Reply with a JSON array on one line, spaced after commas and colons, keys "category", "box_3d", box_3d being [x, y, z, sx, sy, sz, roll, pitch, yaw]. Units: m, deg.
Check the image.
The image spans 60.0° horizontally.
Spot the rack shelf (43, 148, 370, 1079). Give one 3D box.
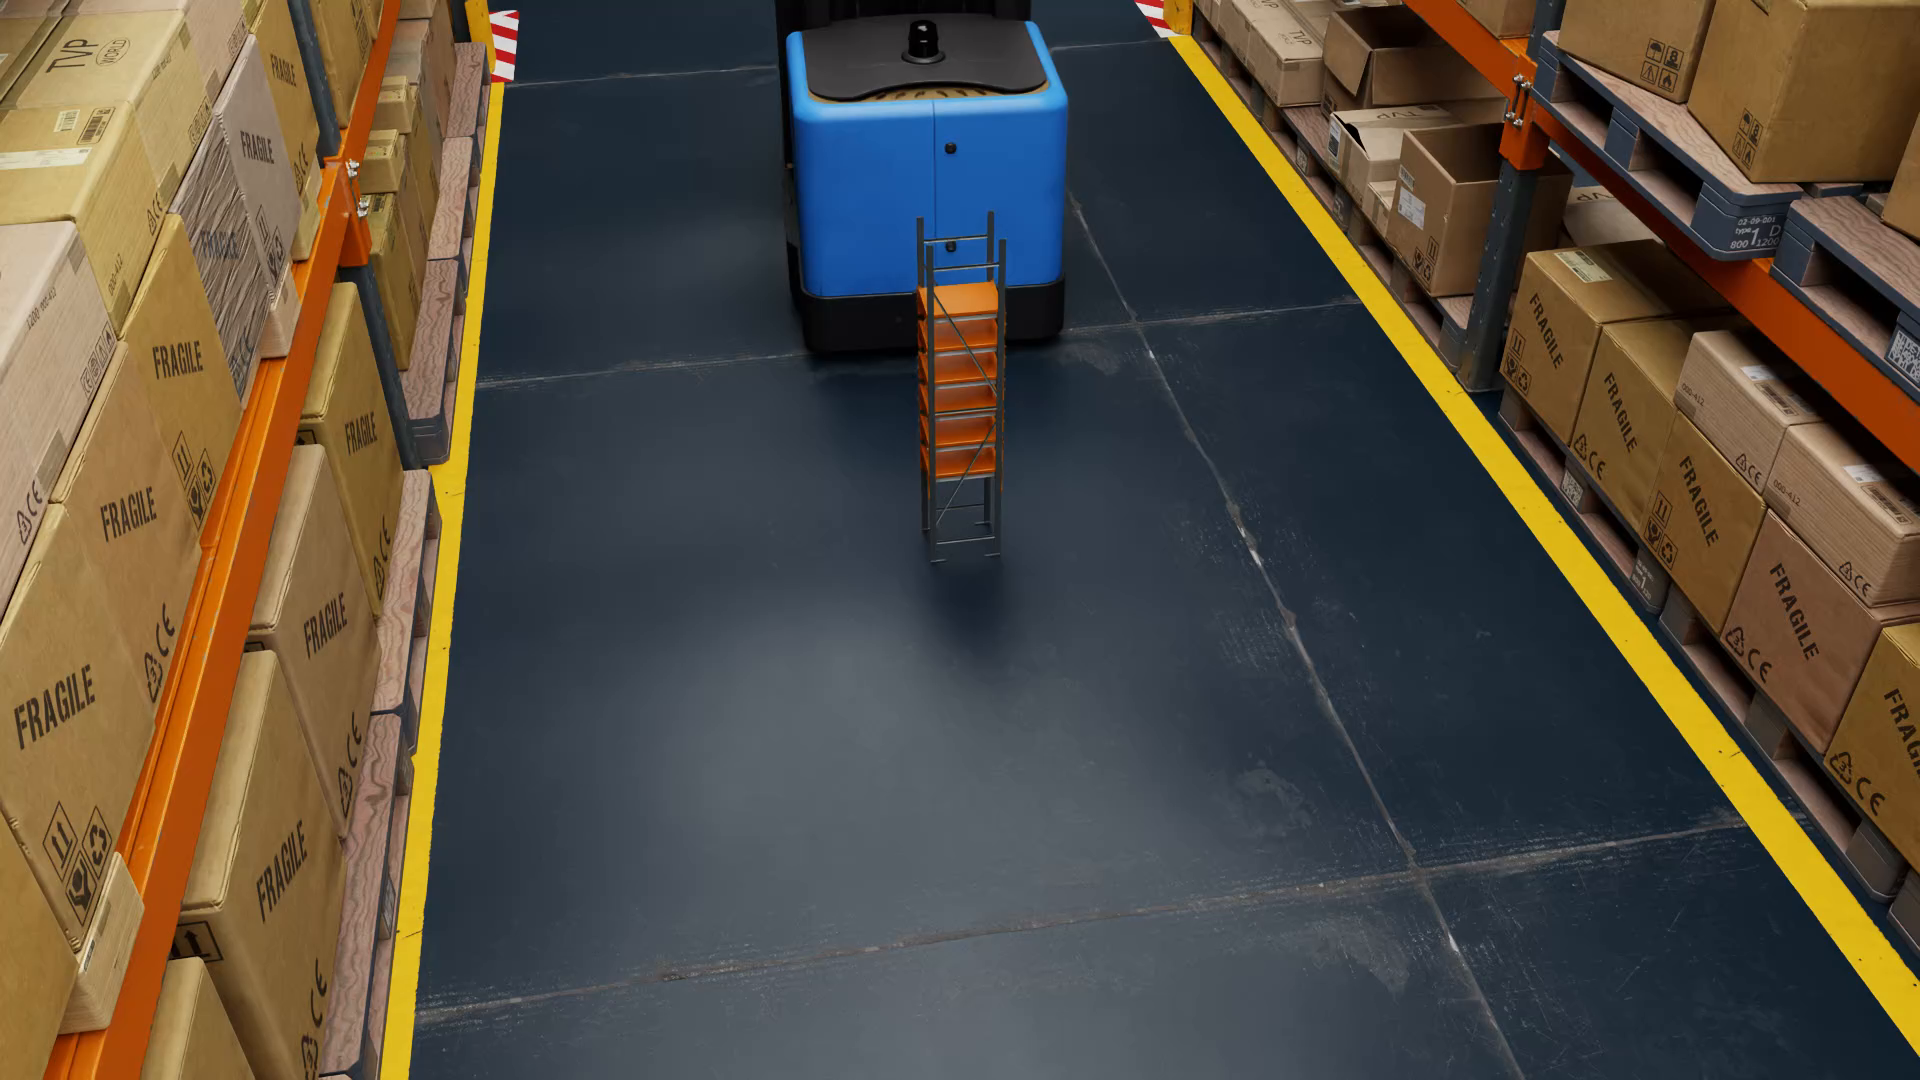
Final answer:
[{"category": "rack shelf", "box_3d": [-2.066, 0.188, 3.650, 1.077, 0.370, 4.000, -6, 38, -8]}]

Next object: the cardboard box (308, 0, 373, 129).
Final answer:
[{"category": "cardboard box", "box_3d": [-2.496, -1.752, 5.316, 0.980, 0.700, 0.700, -6, 38, -7]}]

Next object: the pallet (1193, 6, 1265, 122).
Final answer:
[{"category": "pallet", "box_3d": [1.912, -2.627, 8.960, 1.003, 0.211, 1.213, -6, 38, -8]}]

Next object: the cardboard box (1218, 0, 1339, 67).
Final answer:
[{"category": "cardboard box", "box_3d": [1.662, -2.683, 8.641, 0.500, 0.250, 0.500, -6, 38, -8]}]

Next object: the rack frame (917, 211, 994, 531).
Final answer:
[{"category": "rack frame", "box_3d": [-0.013, -0.520, 5.442, 0.240, 1.200, 0.006, -6, 38, -8]}]

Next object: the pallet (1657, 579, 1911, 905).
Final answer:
[{"category": "pallet", "box_3d": [2.856, 0.487, 4.951, 1.003, 0.211, 1.213, -6, 38, -8]}]

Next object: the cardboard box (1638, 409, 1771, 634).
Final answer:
[{"category": "cardboard box", "box_3d": [2.489, -0.084, 5.092, 0.500, 0.500, 0.500, -6, 38, -7]}]

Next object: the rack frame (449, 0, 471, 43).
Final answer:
[{"category": "rack frame", "box_3d": [-3.118, -3.721, 8.094, 1.000, 3.000, 0.127, -6, 38, -8]}]

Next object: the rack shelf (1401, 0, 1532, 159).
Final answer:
[{"category": "rack shelf", "box_3d": [2.109, -2.764, 7.449, 1.077, 0.370, 4.000, -6, 38, -8]}]

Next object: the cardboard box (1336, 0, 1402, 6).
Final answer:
[{"category": "cardboard box", "box_3d": [2.096, -3.140, 9.026, 0.500, 0.500, 0.500, -6, 38, -8]}]

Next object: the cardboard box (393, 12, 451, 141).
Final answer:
[{"category": "cardboard box", "box_3d": [-2.809, -2.185, 7.813, 0.700, 0.500, 0.500, -6, 38, -8]}]

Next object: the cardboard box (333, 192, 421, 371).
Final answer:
[{"category": "cardboard box", "box_3d": [-2.447, -0.946, 6.218, 0.700, 0.500, 0.500, -6, 38, -7]}]

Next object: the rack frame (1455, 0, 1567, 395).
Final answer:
[{"category": "rack frame", "box_3d": [2.459, -1.840, 5.673, 1.000, 3.000, 0.127, -6, 38, -8]}]

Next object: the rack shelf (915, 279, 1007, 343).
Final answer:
[{"category": "rack shelf", "box_3d": [0.003, -0.714, 5.177, 0.258, 0.103, 0.180, -6, 38, -8]}]

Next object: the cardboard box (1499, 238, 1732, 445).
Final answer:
[{"category": "cardboard box", "box_3d": [2.304, -0.708, 5.895, 0.500, 0.500, 0.500, -8, 39, -10]}]

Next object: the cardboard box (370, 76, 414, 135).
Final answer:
[{"category": "cardboard box", "box_3d": [-2.419, -1.744, 6.716, 0.380, 0.149, 0.250, -7, 38, -9]}]

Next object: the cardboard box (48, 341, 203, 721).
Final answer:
[{"category": "cardboard box", "box_3d": [-1.718, 0.008, 2.954, 0.500, 0.500, 0.500, -6, 38, -8]}]

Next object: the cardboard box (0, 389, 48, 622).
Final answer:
[{"category": "cardboard box", "box_3d": [-1.637, 0.024, 2.323, 0.500, 0.250, 0.500, -7, 38, -9]}]

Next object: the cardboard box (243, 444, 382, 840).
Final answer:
[{"category": "cardboard box", "box_3d": [-2.016, 0.294, 4.337, 0.750, 0.750, 0.750, -5, 38, -7]}]

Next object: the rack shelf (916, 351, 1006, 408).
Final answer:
[{"category": "rack shelf", "box_3d": [0.003, -0.525, 5.324, 0.258, 0.103, 0.180, -6, 38, -8]}]

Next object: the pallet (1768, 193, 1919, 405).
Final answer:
[{"category": "pallet", "box_3d": [2.815, -0.522, 4.133, 1.003, 0.211, 1.213, -6, 38, -8]}]

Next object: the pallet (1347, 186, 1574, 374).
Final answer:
[{"category": "pallet", "box_3d": [2.340, -1.153, 7.063, 1.003, 0.211, 1.213, -6, 38, -8]}]

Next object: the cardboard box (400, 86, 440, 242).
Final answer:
[{"category": "cardboard box", "box_3d": [-2.620, -1.560, 7.008, 0.700, 0.500, 0.500, -5, 38, -7]}]

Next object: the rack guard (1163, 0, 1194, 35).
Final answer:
[{"category": "rack guard", "box_3d": [1.771, -3.223, 9.491, 1.175, 0.500, 0.348, -6, 38, -8]}]

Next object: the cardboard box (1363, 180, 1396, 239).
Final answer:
[{"category": "cardboard box", "box_3d": [1.955, -1.421, 7.100, 0.380, 0.149, 0.250, -6, 38, -8]}]

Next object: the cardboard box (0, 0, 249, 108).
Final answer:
[{"category": "cardboard box", "box_3d": [-2.003, -1.201, 3.900, 0.500, 0.250, 0.500, -5, 38, -7]}]

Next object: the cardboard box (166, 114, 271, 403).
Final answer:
[{"category": "cardboard box", "box_3d": [-1.909, -0.606, 3.745, 0.500, 0.500, 0.500, -6, 38, -8]}]

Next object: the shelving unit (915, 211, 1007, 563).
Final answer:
[{"category": "shelving unit", "box_3d": [0.003, -0.465, 5.371, 0.258, 1.200, 0.189, -6, 38, -8]}]

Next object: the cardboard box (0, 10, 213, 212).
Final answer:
[{"category": "cardboard box", "box_3d": [-1.914, -0.893, 3.503, 0.500, 0.250, 0.500, -6, 38, -7]}]

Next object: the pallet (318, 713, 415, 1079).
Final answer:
[{"category": "pallet", "box_3d": [-1.990, 0.993, 4.300, 1.003, 0.211, 1.213, -6, 38, -8]}]

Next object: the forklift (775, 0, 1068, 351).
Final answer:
[{"category": "forklift", "box_3d": [-0.272, -2.801, 6.966, 1.130, 2.935, 3.031, -4, 38, -5]}]

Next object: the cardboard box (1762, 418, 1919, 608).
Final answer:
[{"category": "cardboard box", "box_3d": [2.568, -0.097, 4.498, 0.500, 0.250, 0.500, -7, 38, -9]}]

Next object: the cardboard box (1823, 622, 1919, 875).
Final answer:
[{"category": "cardboard box", "box_3d": [2.675, 0.537, 4.292, 0.500, 0.500, 0.500, -8, 38, -10]}]

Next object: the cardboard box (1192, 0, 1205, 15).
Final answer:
[{"category": "cardboard box", "box_3d": [1.493, -3.014, 9.149, 0.380, 0.149, 0.250, -6, 38, -8]}]

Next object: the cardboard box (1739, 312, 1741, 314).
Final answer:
[{"category": "cardboard box", "box_3d": [2.906, -0.460, 5.575, 0.500, 0.500, 0.500, -6, 38, -8]}]

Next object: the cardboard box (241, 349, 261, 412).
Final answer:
[{"category": "cardboard box", "box_3d": [-1.929, -0.420, 4.035, 0.380, 0.149, 0.250, -6, 38, -8]}]

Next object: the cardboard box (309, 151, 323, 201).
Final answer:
[{"category": "cardboard box", "box_3d": [-2.079, -1.040, 4.832, 0.380, 0.149, 0.250, -6, 38, -8]}]

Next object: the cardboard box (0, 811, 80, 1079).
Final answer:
[{"category": "cardboard box", "box_3d": [-1.549, 0.626, 2.159, 0.500, 0.500, 0.500, -5, 38, -7]}]

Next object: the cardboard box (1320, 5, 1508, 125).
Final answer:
[{"category": "cardboard box", "box_3d": [2.125, -2.162, 7.764, 0.797, 0.503, 0.637, -6, 38, -8]}]

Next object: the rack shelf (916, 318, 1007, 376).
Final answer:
[{"category": "rack shelf", "box_3d": [0.003, -0.620, 5.251, 0.258, 0.103, 0.180, -6, 38, -8]}]

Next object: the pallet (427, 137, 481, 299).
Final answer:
[{"category": "pallet", "box_3d": [-2.691, -1.410, 7.392, 1.003, 0.211, 1.213, -6, 38, -8]}]

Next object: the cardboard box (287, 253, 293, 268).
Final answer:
[{"category": "cardboard box", "box_3d": [-2.011, -0.728, 4.431, 0.380, 0.149, 0.250, -5, 38, -7]}]

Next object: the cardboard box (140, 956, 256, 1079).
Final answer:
[{"category": "cardboard box", "box_3d": [-1.716, 1.336, 2.995, 0.750, 0.750, 0.750, -7, 38, -9]}]

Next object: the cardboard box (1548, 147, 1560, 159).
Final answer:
[{"category": "cardboard box", "box_3d": [2.437, -1.693, 7.435, 0.380, 0.166, 0.250, -6, 38, -8]}]

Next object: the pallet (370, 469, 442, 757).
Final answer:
[{"category": "pallet", "box_3d": [-2.208, 0.255, 5.250, 1.003, 0.211, 1.213, -6, 38, -8]}]

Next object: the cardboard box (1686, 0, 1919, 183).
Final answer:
[{"category": "cardboard box", "box_3d": [2.505, -1.326, 4.588, 0.700, 0.500, 0.500, -1, 38, -1]}]

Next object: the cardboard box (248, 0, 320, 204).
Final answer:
[{"category": "cardboard box", "box_3d": [-2.088, -1.218, 4.532, 0.500, 0.500, 0.500, -7, 38, -9]}]
